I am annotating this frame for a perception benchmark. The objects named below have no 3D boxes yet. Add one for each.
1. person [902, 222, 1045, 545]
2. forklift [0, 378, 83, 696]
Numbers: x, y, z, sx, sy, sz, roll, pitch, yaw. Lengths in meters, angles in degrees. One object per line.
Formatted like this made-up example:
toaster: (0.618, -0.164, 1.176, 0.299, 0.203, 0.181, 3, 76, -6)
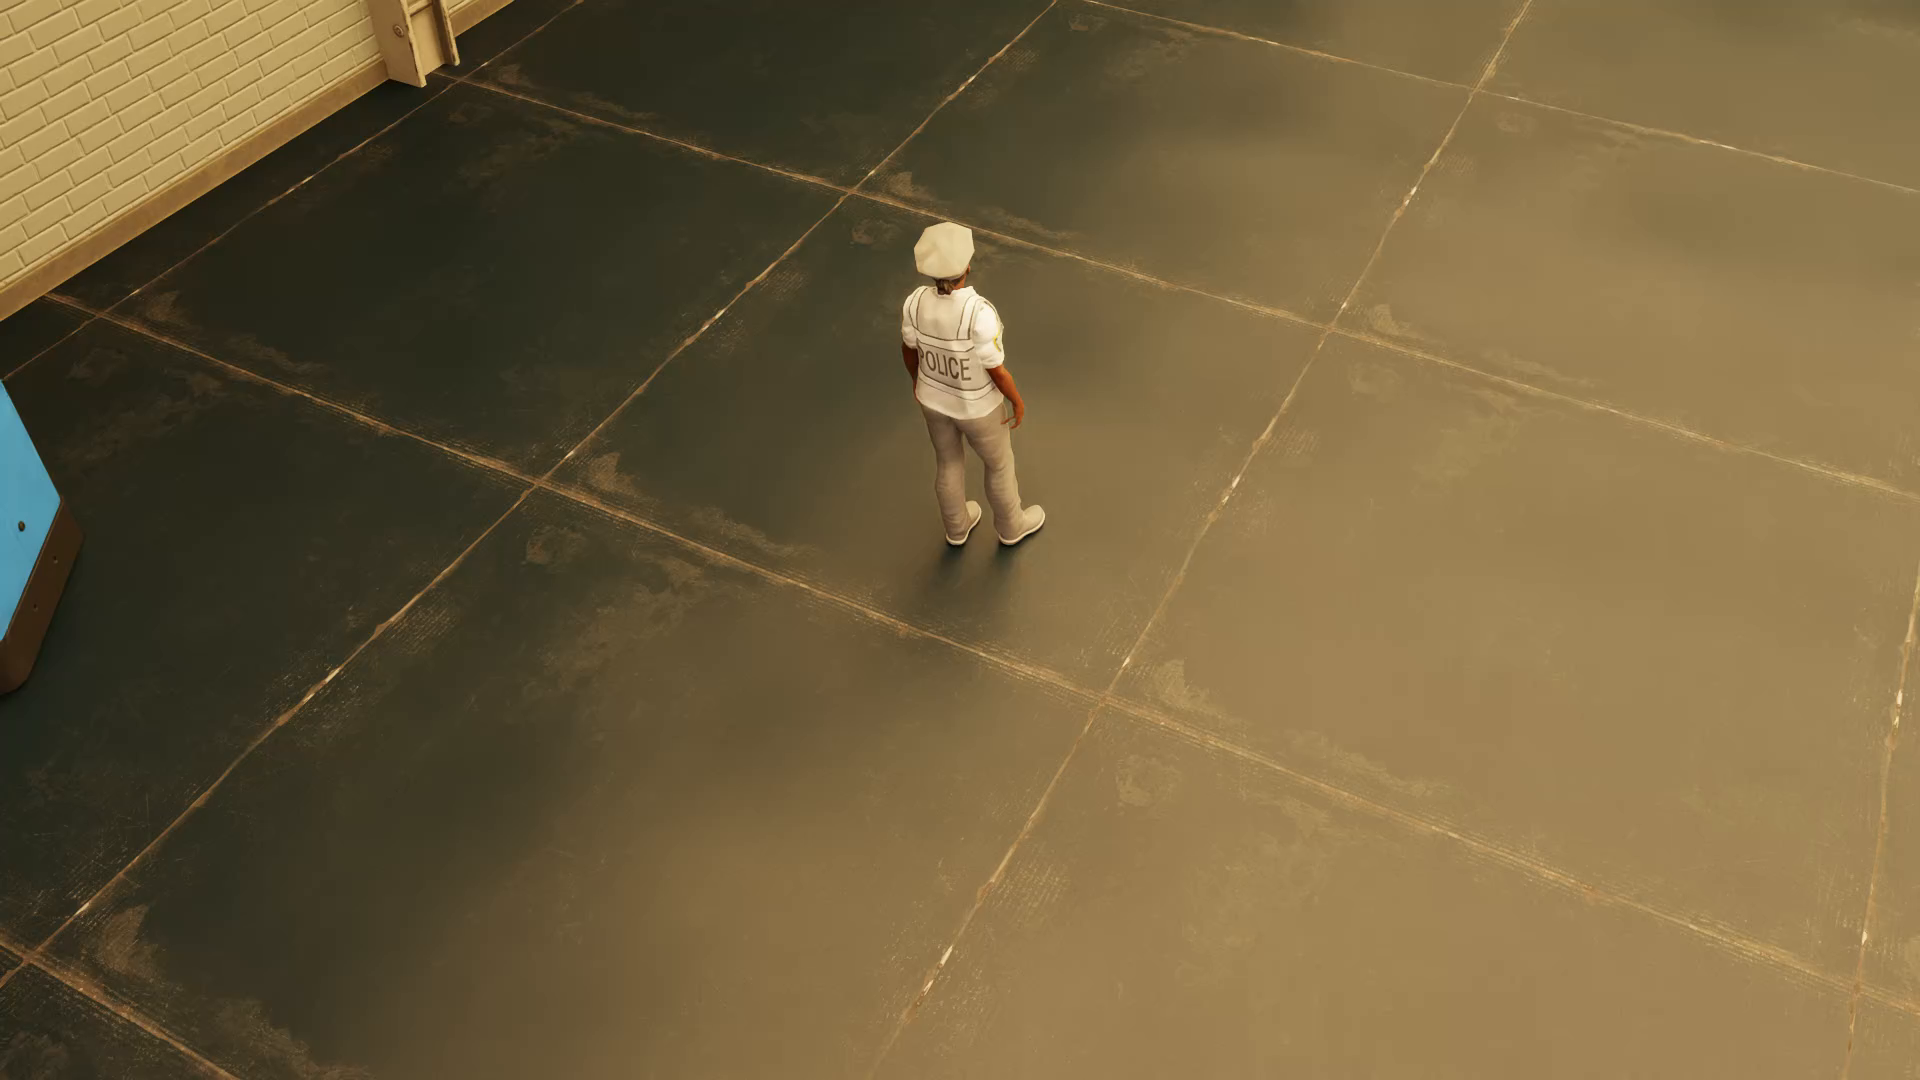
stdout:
person: (0.053, -0.660, 7.248, 0.569, 1.693, 0.528, 20, 47, 20)
forklift: (-5.512, -0.607, 6.298, 3.031, 2.935, 1.130, -4, 43, -5)
